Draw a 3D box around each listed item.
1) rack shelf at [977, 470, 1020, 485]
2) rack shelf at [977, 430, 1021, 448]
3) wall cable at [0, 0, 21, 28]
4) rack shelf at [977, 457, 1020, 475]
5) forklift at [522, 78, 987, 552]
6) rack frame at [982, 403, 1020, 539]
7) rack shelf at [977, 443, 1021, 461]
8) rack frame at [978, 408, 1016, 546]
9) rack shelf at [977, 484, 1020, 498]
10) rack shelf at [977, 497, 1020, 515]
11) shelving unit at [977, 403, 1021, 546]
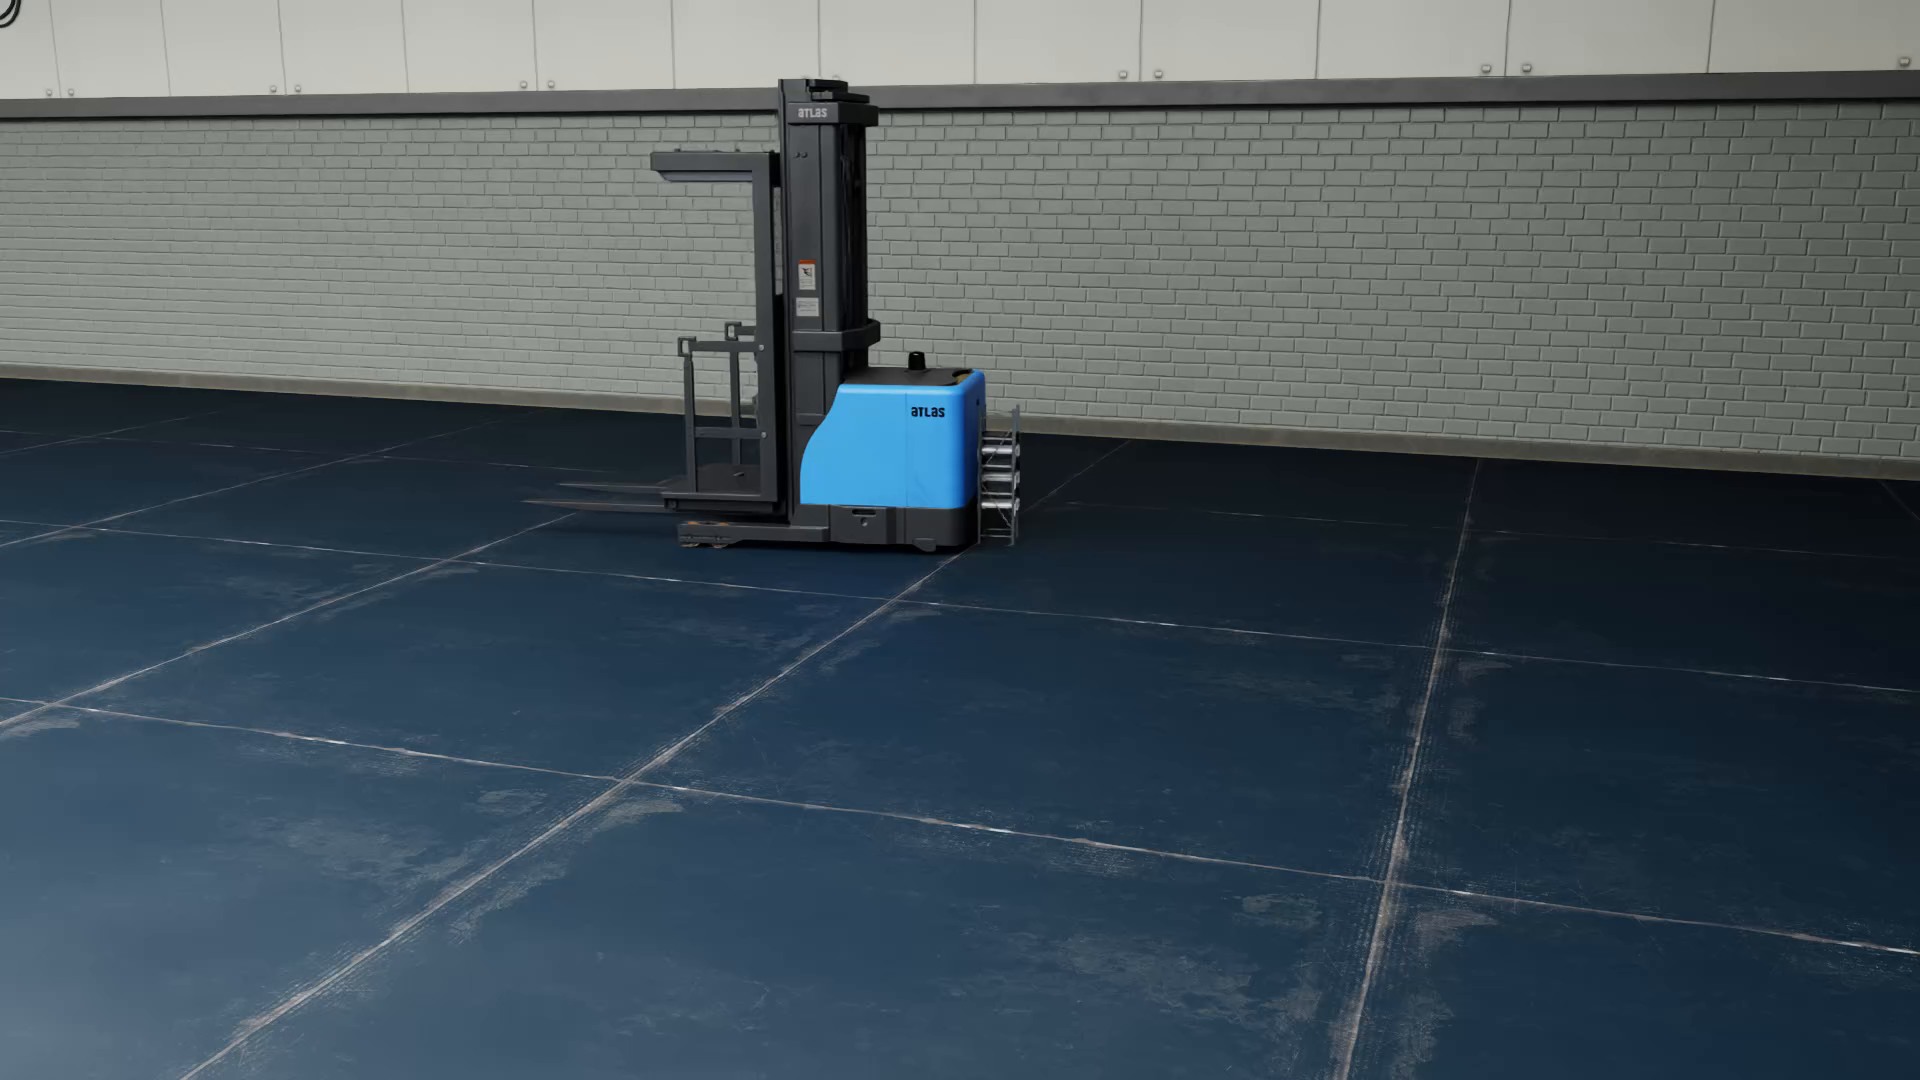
[{"bbox_3d":[0.252,-0.394,10.839,0.258,0.077,0.200,2,13,9],"label":"rack shelf"},{"bbox_3d":[0.253,-0.657,10.779,0.258,0.077,0.200,2,13,9],"label":"rack shelf"},{"bbox_3d":[-11.239,-7.924,17.838,2.305,6.003,0.169,4,14,18],"label":"wall cable"},{"bbox_3d":[0.252,-0.482,10.819,0.258,0.077,0.200,2,13,9],"label":"rack shelf"},{"bbox_3d":[-1.381,-1.487,10.916,3.031,2.935,1.130,2,13,9],"label":"forklift"},{"bbox_3d":[0.269,-0.449,10.930,0.240,0.900,0.006,2,13,9],"label":"rack frame"},{"bbox_3d":[0.252,-0.569,10.799,0.258,0.077,0.200,2,13,9],"label":"rack shelf"},{"bbox_3d":[0.236,-0.404,10.734,0.240,0.900,0.006,2,13,9],"label":"rack frame"},{"bbox_3d":[0.252,-0.306,10.860,0.258,0.077,0.200,2,13,9],"label":"rack shelf"},{"bbox_3d":[0.252,-0.218,10.880,0.258,0.077,0.200,2,13,9],"label":"rack shelf"},{"bbox_3d":[0.252,-0.426,10.832,0.258,0.900,0.210,2,13,9],"label":"shelving unit"}]
